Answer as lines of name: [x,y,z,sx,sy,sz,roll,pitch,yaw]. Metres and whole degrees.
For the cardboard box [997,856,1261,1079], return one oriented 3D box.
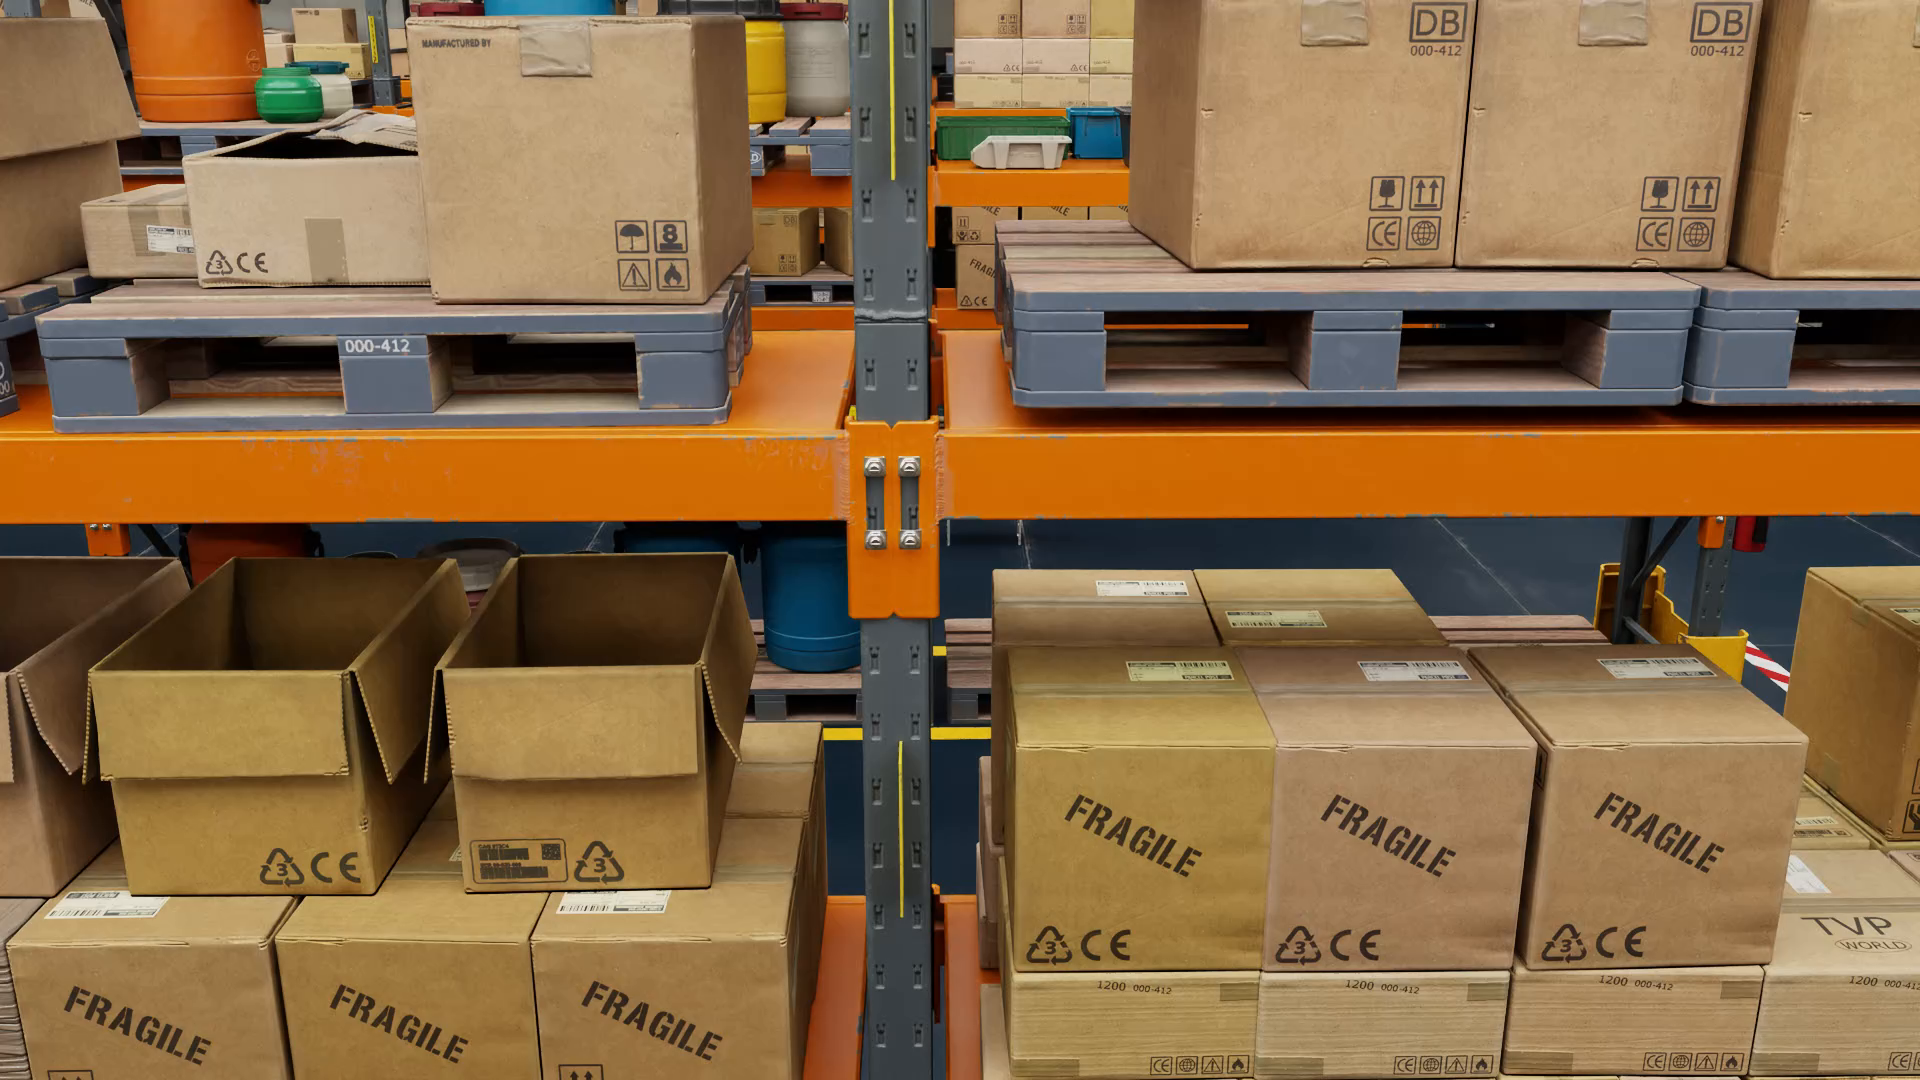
cardboard box: [0.344,0.905,3.575,0.500,0.250,0.500,-1,18,-2]

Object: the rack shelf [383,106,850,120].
rack shelf: [-2.282,-3.204,12.893,4.000,0.370,1.077,0,18,-1]

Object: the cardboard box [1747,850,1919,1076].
cardboard box: [1.853,0.900,3.590,0.500,0.250,0.500,0,18,-1]

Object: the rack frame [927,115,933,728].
rack frame: [-0.208,-0.615,8.555,0.127,3.000,1.000,0,18,-1]

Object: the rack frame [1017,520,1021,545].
rack frame: [0.409,-0.573,11.370,0.015,1.200,0.240,0,18,-1]

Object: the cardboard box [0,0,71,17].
cardboard box: [-7.095,-4.004,12.539,0.500,0.500,0.500,1,18,4]

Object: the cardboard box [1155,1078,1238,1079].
cardboard box: [0.434,1.116,3.570,0.250,0.149,0.380,-1,18,-3]

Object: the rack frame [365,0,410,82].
rack frame: [-4.282,-4.966,12.295,0.127,3.000,1.000,0,18,-1]

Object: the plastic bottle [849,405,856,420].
plastic bottle: [-0.605,-0.689,8.865,0.185,0.351,0.144,0,18,-1]

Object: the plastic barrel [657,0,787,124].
plastic barrel: [-1.117,-2.267,7.797,0.600,0.588,0.600,0,18,0]

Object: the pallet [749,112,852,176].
pallet: [-0.990,-1.920,8.021,1.003,0.211,1.213,0,18,-1]

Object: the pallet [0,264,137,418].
pallet: [-2.368,-0.447,3.430,1.213,0.211,1.003,1,18,2]

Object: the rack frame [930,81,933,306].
rack frame: [-0.282,-2.128,13.271,0.127,3.000,1.000,0,18,-1]

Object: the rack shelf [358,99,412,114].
rack shelf: [-6.281,-3.185,12.833,4.000,0.370,1.077,0,18,-1]

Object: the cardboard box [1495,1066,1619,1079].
cardboard box: [1.216,1.111,3.584,0.250,0.149,0.380,-1,18,-2]

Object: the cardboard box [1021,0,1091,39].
cardboard box: [0.706,-4.053,12.561,0.500,0.500,0.700,0,18,-1]

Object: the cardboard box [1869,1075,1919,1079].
cardboard box: [1.991,1.107,3.596,0.250,0.149,0.380,0,18,0]

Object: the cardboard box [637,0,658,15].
cardboard box: [-2.121,-3.865,12.758,0.600,0.600,0.600,-1,18,-3]

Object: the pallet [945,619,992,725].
pallet: [0.527,0.697,9.029,1.213,0.211,1.003,0,18,-1]

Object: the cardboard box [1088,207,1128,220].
cardboard box: [1.223,-2.573,12.858,0.500,0.500,0.500,-1,18,-2]

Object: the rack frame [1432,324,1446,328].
rack frame: [3.717,-2.148,13.331,0.127,3.000,1.000,0,18,-1]

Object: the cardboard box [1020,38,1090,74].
cardboard box: [0.708,-3.653,12.540,0.500,0.250,0.500,0,18,-1]

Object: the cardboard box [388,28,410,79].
cardboard box: [-5.661,-5.131,17.519,0.637,0.503,0.797,2,18,7]

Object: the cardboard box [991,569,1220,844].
cardboard box: [0.326,0.386,3.964,0.500,0.500,0.500,0,18,1]

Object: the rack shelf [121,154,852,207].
rack shelf: [-2.207,-1.691,8.177,4.000,0.370,1.077,0,18,-1]

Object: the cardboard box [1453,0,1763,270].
cardboard box: [1.190,-0.849,3.359,0.500,0.500,0.700,1,18,2]

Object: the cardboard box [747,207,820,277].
cardboard box: [-1.446,-2.419,13.327,0.500,0.500,0.700,3,18,8]

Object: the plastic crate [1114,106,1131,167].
plastic crate: [1.039,-1.904,7.875,0.590,0.269,0.497,0,18,-1]

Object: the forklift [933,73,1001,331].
forklift: [-0.529,-2.854,15.647,3.031,2.935,1.130,0,18,1]

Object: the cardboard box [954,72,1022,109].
cardboard box: [0.208,-3.412,12.608,0.500,0.250,0.500,0,18,-1]

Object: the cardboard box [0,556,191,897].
cardboard box: [-2.076,0.385,3.630,0.637,0.503,0.797,0,18,1]

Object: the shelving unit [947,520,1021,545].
shelving unit: [0.166,-0.572,11.367,0.503,1.200,0.258,0,18,-1]

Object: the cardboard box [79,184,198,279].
cardboard box: [-1.621,-0.650,3.476,0.250,0.149,0.380,-1,18,-3]

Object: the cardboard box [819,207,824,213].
cardboard box: [-1.332,-3.755,17.660,0.500,0.500,0.500,0,18,0]

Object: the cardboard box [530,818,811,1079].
cardboard box: [-0.593,0.935,3.557,0.500,0.500,0.500,0,18,-1]

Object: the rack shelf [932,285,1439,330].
rack shelf: [1.718,-1.795,13.411,4.000,0.370,1.077,0,18,-1]

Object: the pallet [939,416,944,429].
pallet: [0.405,-0.803,13.707,1.213,0.211,1.003,0,18,-1]

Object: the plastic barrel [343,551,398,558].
plastic barrel: [-3.155,0.351,8.928,0.421,0.512,0.421,0,18,0]

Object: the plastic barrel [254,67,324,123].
plastic barrel: [-3.144,-2.085,7.793,0.294,0.245,0.294,0,18,0]

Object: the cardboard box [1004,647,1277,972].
cardboard box: [0.353,0.546,3.466,0.500,0.500,0.500,0,18,-1]

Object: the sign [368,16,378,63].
sign: [-4.281,-3.652,12.133,0.005,0.325,0.100,0,18,-1]

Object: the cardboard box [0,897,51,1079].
cardboard box: [-2.111,0.941,3.539,0.500,0.500,0.500,0,18,-1]

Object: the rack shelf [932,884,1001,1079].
rack shelf: [1.870,1.230,3.979,4.000,0.370,1.077,0,18,-1]

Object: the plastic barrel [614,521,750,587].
plastic barrel: [-1.460,0.185,8.809,0.708,0.901,0.600,0,18,-1]

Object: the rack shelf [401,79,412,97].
rack shelf: [-6.363,-4.698,17.549,4.000,0.370,1.077,0,18,-1]

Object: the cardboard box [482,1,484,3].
cardboard box: [-3.335,-4.064,12.593,0.500,0.500,0.500,0,18,-1]

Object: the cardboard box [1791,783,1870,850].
cardboard box: [1.842,0.738,4.096,0.500,0.250,0.500,-1,18,-2]

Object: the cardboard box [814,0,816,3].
cardboard box: [-1.246,-5.719,17.444,0.500,0.250,0.500,1,18,3]
